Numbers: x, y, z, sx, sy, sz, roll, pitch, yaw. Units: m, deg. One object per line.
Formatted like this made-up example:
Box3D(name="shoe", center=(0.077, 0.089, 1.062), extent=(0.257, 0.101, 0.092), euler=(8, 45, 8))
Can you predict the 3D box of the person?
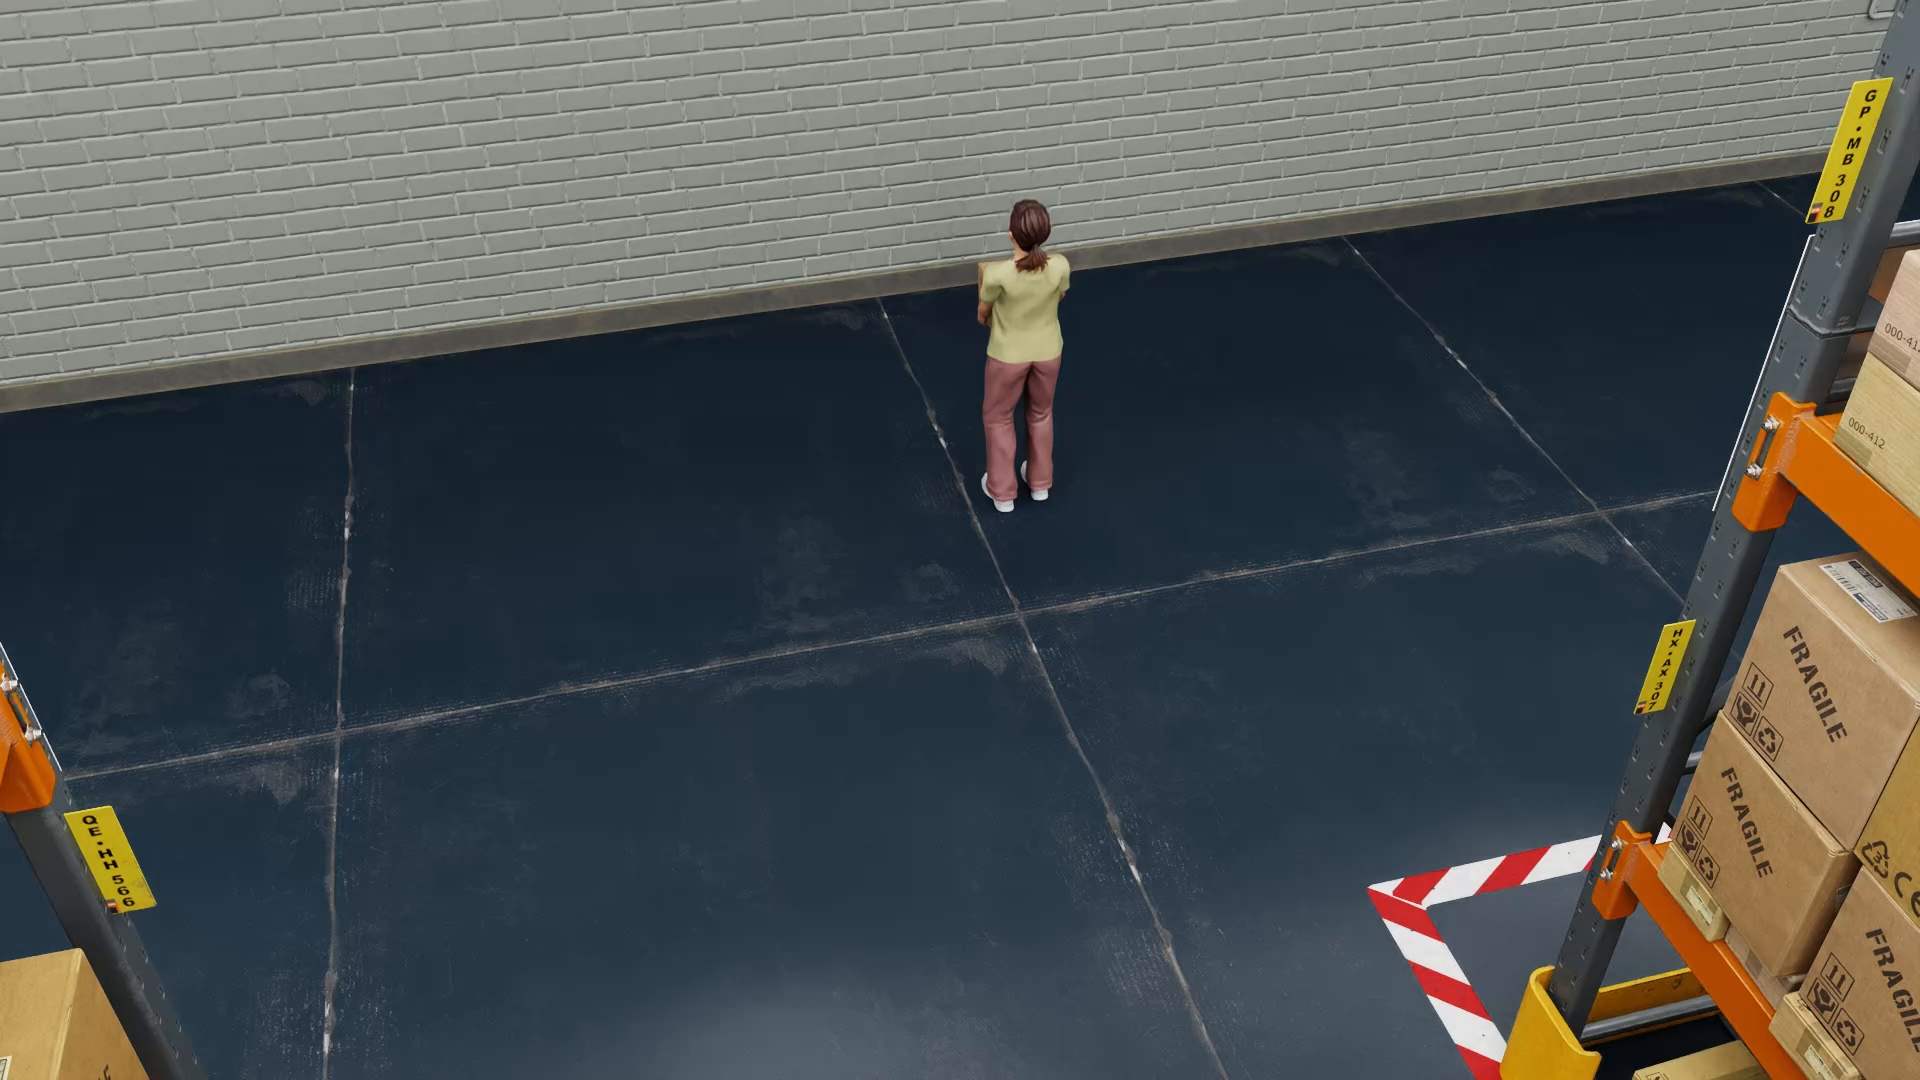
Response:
Box3D(name="person", center=(0.282, -0.902, 7.865), extent=(0.425, 1.662, 0.562), euler=(-9, 39, -11))
